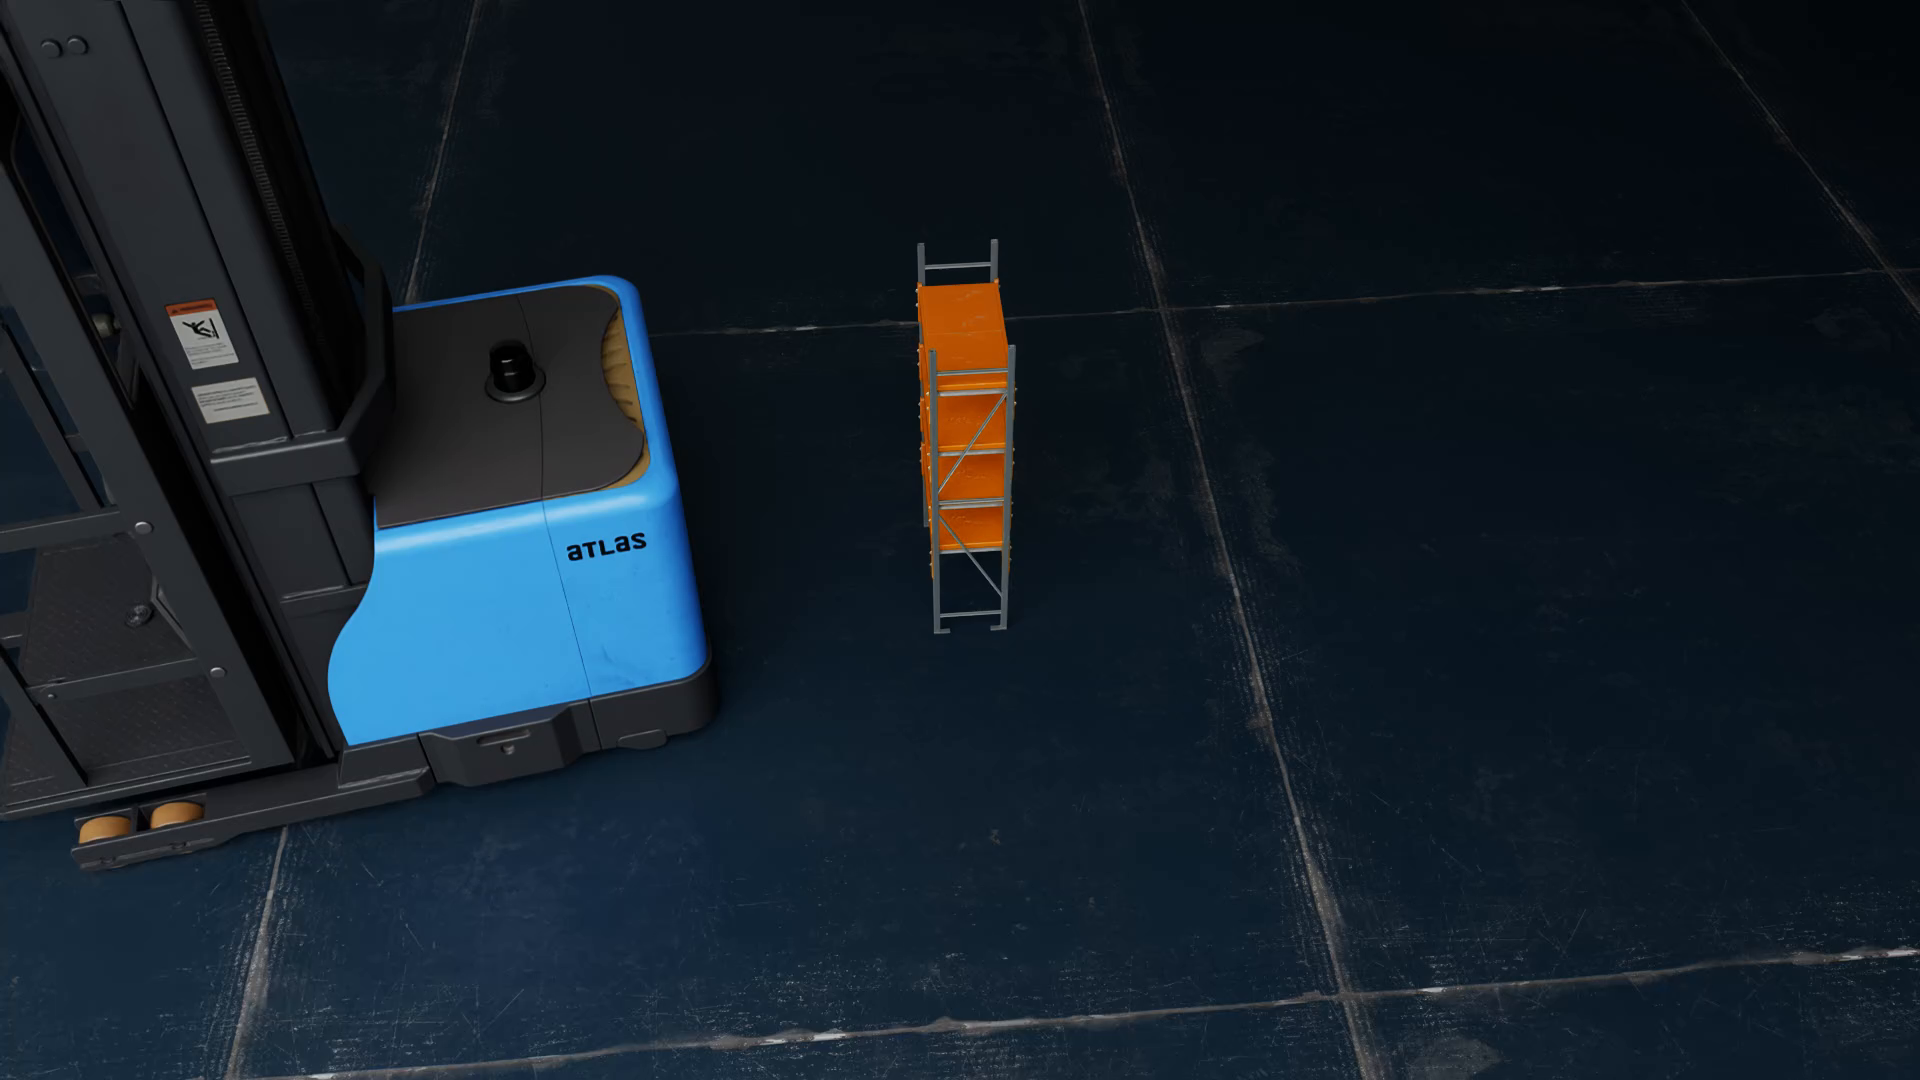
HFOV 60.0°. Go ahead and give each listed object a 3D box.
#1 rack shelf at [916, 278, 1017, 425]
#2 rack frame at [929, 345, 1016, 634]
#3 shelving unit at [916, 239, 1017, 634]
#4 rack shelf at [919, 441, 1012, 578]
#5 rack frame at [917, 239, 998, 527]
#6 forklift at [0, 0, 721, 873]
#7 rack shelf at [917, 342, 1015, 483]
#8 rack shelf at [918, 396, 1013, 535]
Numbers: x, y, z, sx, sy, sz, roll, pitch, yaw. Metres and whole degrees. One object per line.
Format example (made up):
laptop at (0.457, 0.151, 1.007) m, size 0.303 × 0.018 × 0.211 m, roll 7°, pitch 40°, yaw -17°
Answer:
rack shelf at (0.014, -0.563, 4.916) m, size 0.258 × 0.148 × 0.480 m, roll -3°, pitch 47°, yaw -3°
rack frame at (0.034, -0.116, 5.034) m, size 0.240 × 1.200 × 0.015 m, roll -3°, pitch 47°, yaw -3°
shelving unit at (0.014, -0.293, 5.201) m, size 0.258 × 1.200 × 0.503 m, roll -3°, pitch 47°, yaw -3°
rack shelf at (0.014, -0.110, 5.394) m, size 0.258 × 0.148 × 0.480 m, roll -3°, pitch 47°, yaw -3°
rack frame at (-0.007, -0.469, 5.368) m, size 0.240 × 1.200 × 0.015 m, roll -3°, pitch 47°, yaw -3°
forklift at (-2.319, -0.479, 4.185) m, size 3.031 × 2.935 × 1.130 m, roll -11°, pitch 48°, yaw -10°
rack shelf at (0.014, -0.400, 5.087) m, size 0.258 × 0.148 × 0.480 m, roll -3°, pitch 47°, yaw -3°
rack shelf at (0.014, -0.247, 5.250) m, size 0.258 × 0.148 × 0.480 m, roll -3°, pitch 47°, yaw -3°
